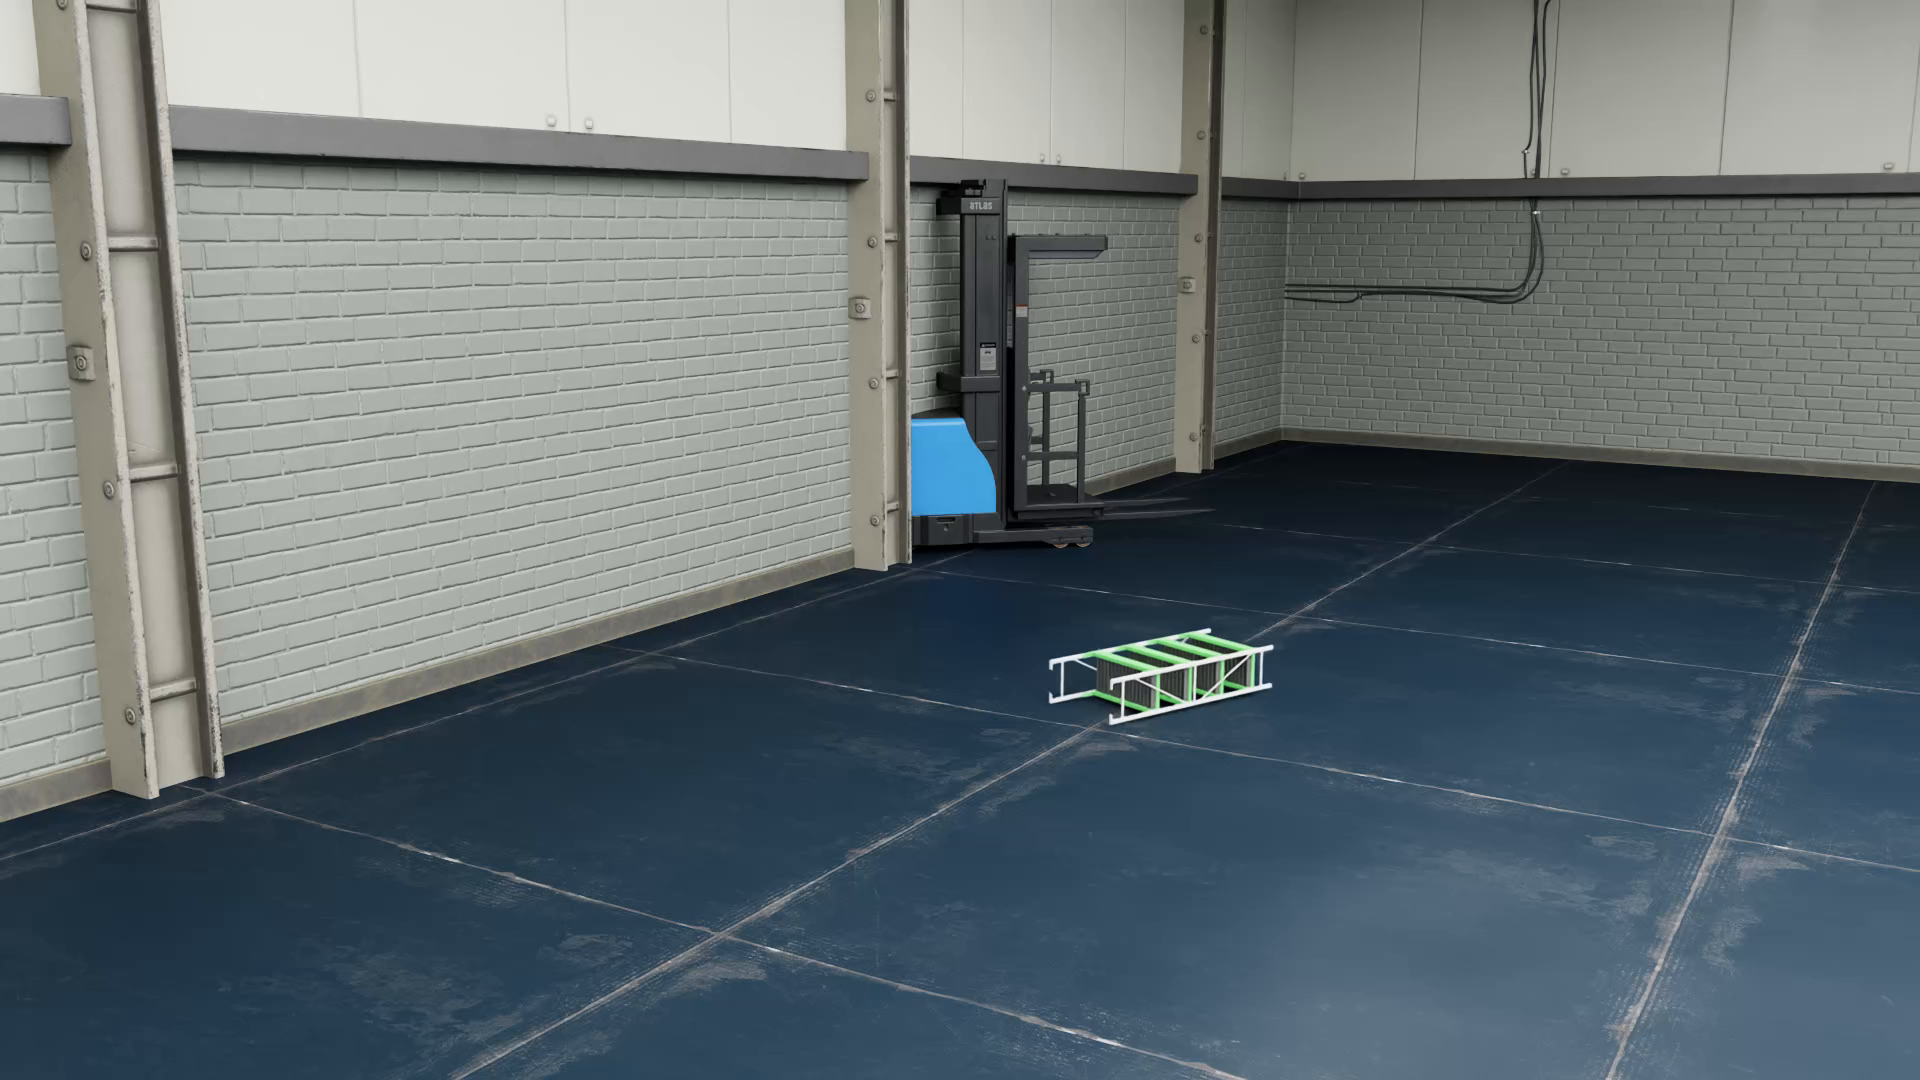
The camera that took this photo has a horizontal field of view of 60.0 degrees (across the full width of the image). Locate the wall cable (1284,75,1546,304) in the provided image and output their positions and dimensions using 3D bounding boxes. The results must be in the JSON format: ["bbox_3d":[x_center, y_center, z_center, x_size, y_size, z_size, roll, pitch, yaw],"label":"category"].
[{"bbox_3d":[5.170,-3.987,19.148,3.097,2.526,0.112,6,12,31],"label":"wall cable"}]

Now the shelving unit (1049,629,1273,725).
[{"bbox_3d":[1.115,0.736,9.138,1.200,0.258,0.503,-8,13,-36],"label":"shelving unit"}]

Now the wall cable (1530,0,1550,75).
[{"bbox_3d":[7.482,-6.211,17.303,3.097,2.526,0.112,6,12,31],"label":"wall cable"}]

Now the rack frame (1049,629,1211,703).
[{"bbox_3d":[0.969,0.700,9.331,1.200,0.240,0.015,-8,13,-36],"label":"rack frame"}]

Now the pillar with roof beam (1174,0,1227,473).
[{"bbox_3d":[6.189,-4.765,14.865,9.100,9.000,0.400,6,12,31],"label":"pillar with roof beam"}]

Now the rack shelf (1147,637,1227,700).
[{"bbox_3d":[1.256,0.717,9.241,0.148,0.258,0.480,-8,13,-36],"label":"rack shelf"}]

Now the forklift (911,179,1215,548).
[{"bbox_3d":[0.606,-1.468,13.745,3.031,2.935,1.130,-3,11,-14],"label":"forklift"}]

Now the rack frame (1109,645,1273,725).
[{"bbox_3d":[1.260,0.772,8.946,1.200,0.240,0.015,-8,13,-36],"label":"rack frame"}]

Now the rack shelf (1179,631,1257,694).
[{"bbox_3d":[1.449,0.690,9.382,0.148,0.258,0.480,-8,13,-36],"label":"rack shelf"}]

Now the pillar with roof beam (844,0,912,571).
[{"bbox_3d":[3.074,-3.821,9.825,9.100,9.000,0.400,6,12,31],"label":"pillar with roof beam"}]

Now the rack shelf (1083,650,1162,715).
[{"bbox_3d":[0.871,0.769,8.960,0.148,0.258,0.480,-8,13,-36],"label":"rack shelf"}]

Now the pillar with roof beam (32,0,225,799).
[{"bbox_3d":[-0.041,-2.878,4.784,9.100,9.000,0.400,6,12,31],"label":"pillar with roof beam"}]

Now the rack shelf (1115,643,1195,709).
[{"bbox_3d":[1.063,0.743,9.101,0.148,0.258,0.480,-8,13,-36],"label":"rack shelf"}]
